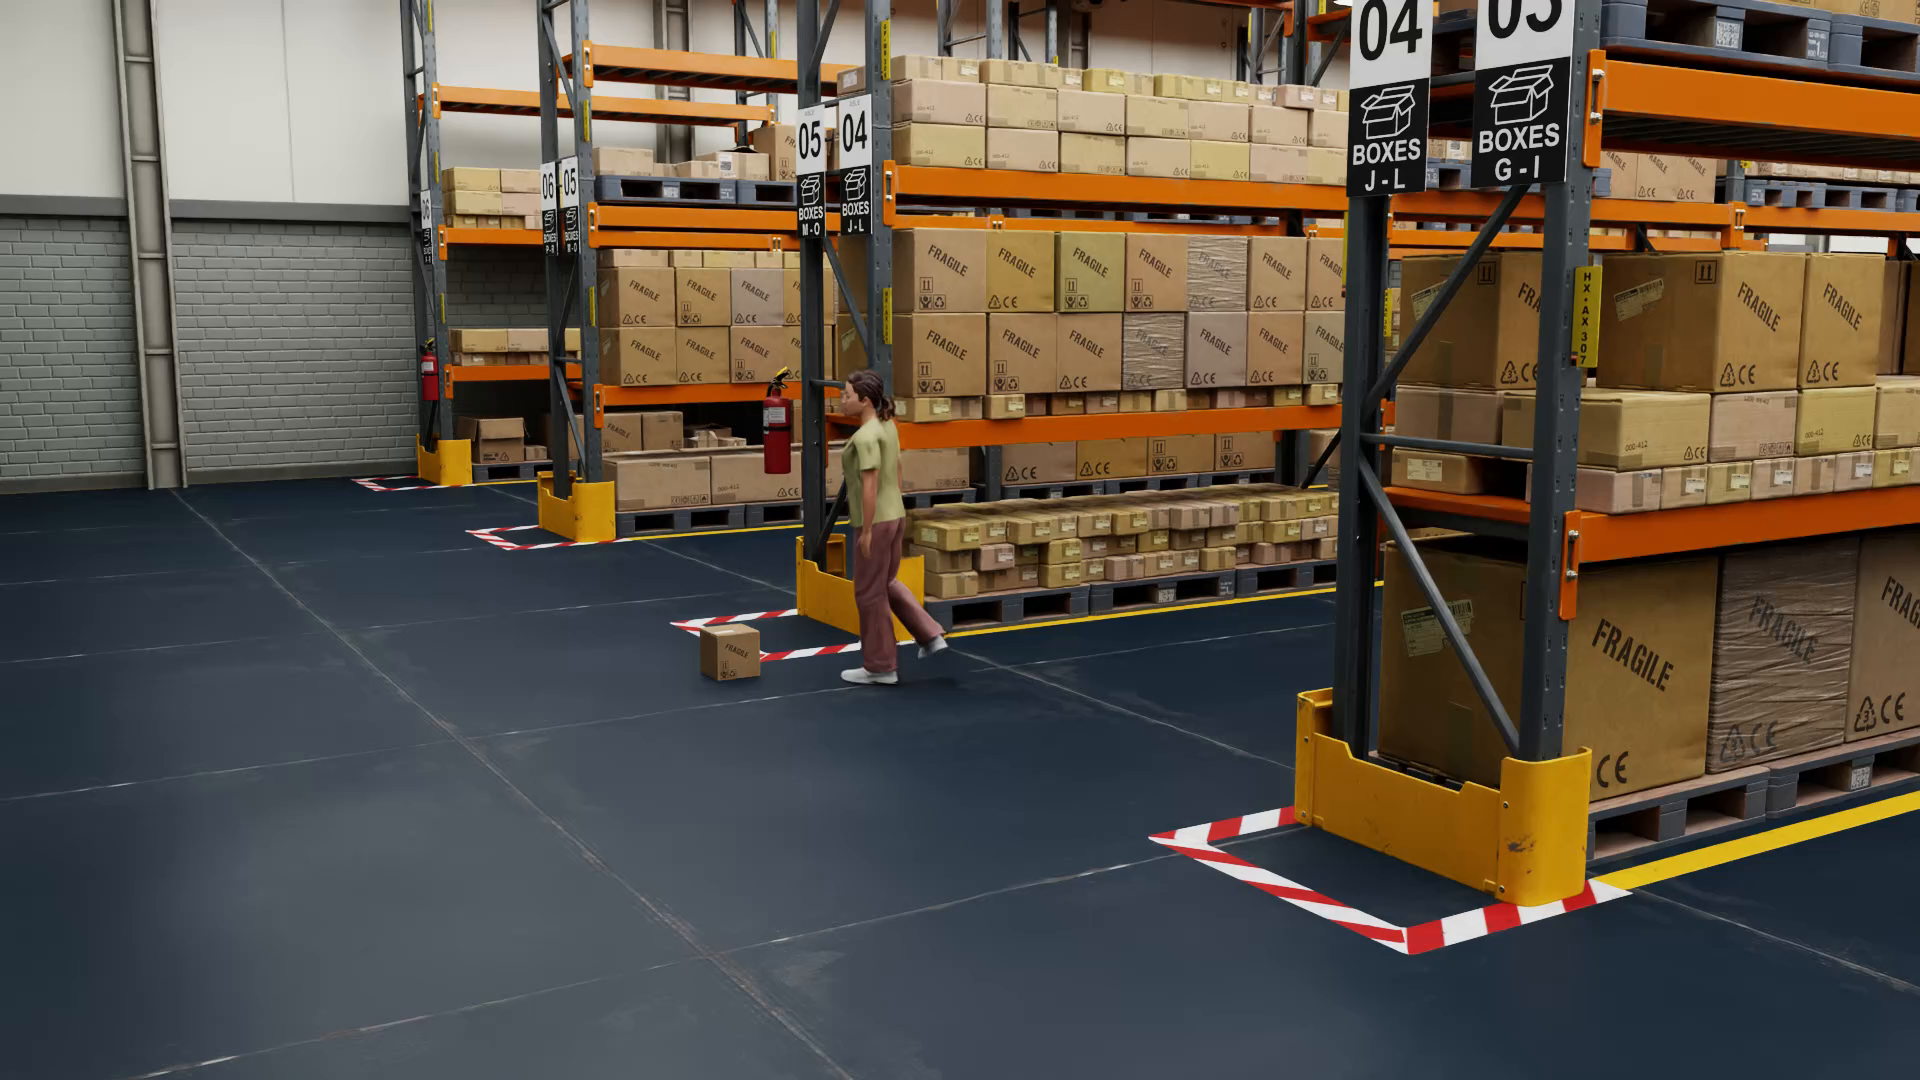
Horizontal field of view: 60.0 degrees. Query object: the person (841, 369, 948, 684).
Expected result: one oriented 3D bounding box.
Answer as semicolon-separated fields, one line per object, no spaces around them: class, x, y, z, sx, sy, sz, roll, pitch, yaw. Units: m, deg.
person;-0.352;-0.064;8.756;0.563;1.669;0.510;3;9;18
